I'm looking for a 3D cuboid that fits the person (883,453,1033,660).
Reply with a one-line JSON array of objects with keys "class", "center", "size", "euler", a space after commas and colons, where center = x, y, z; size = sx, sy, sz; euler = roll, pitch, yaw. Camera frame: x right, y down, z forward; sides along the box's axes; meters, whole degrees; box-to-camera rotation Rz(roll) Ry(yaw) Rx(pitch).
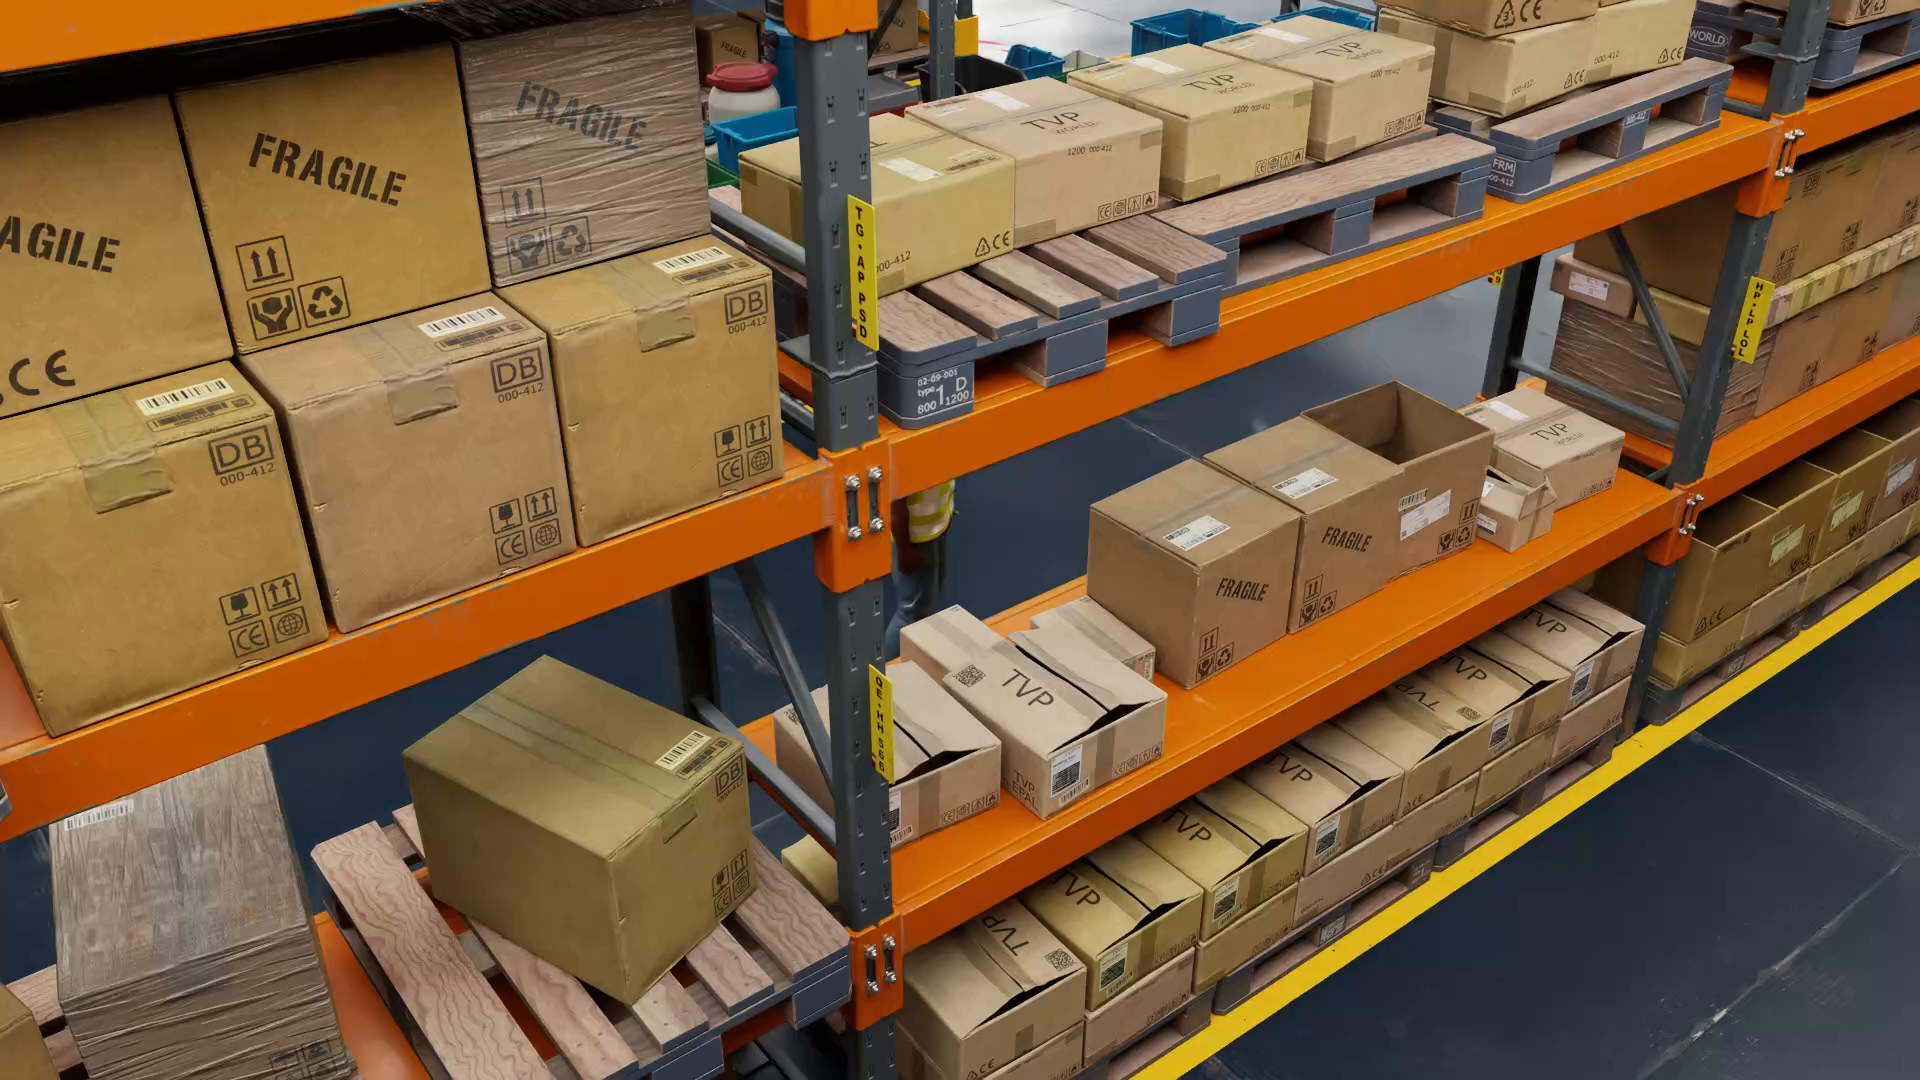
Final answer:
[{"class": "person", "center": [-0.097, 0.120, 7.379], "size": [0.817, 1.283, 0.627], "euler": [5, 32, 9]}]
